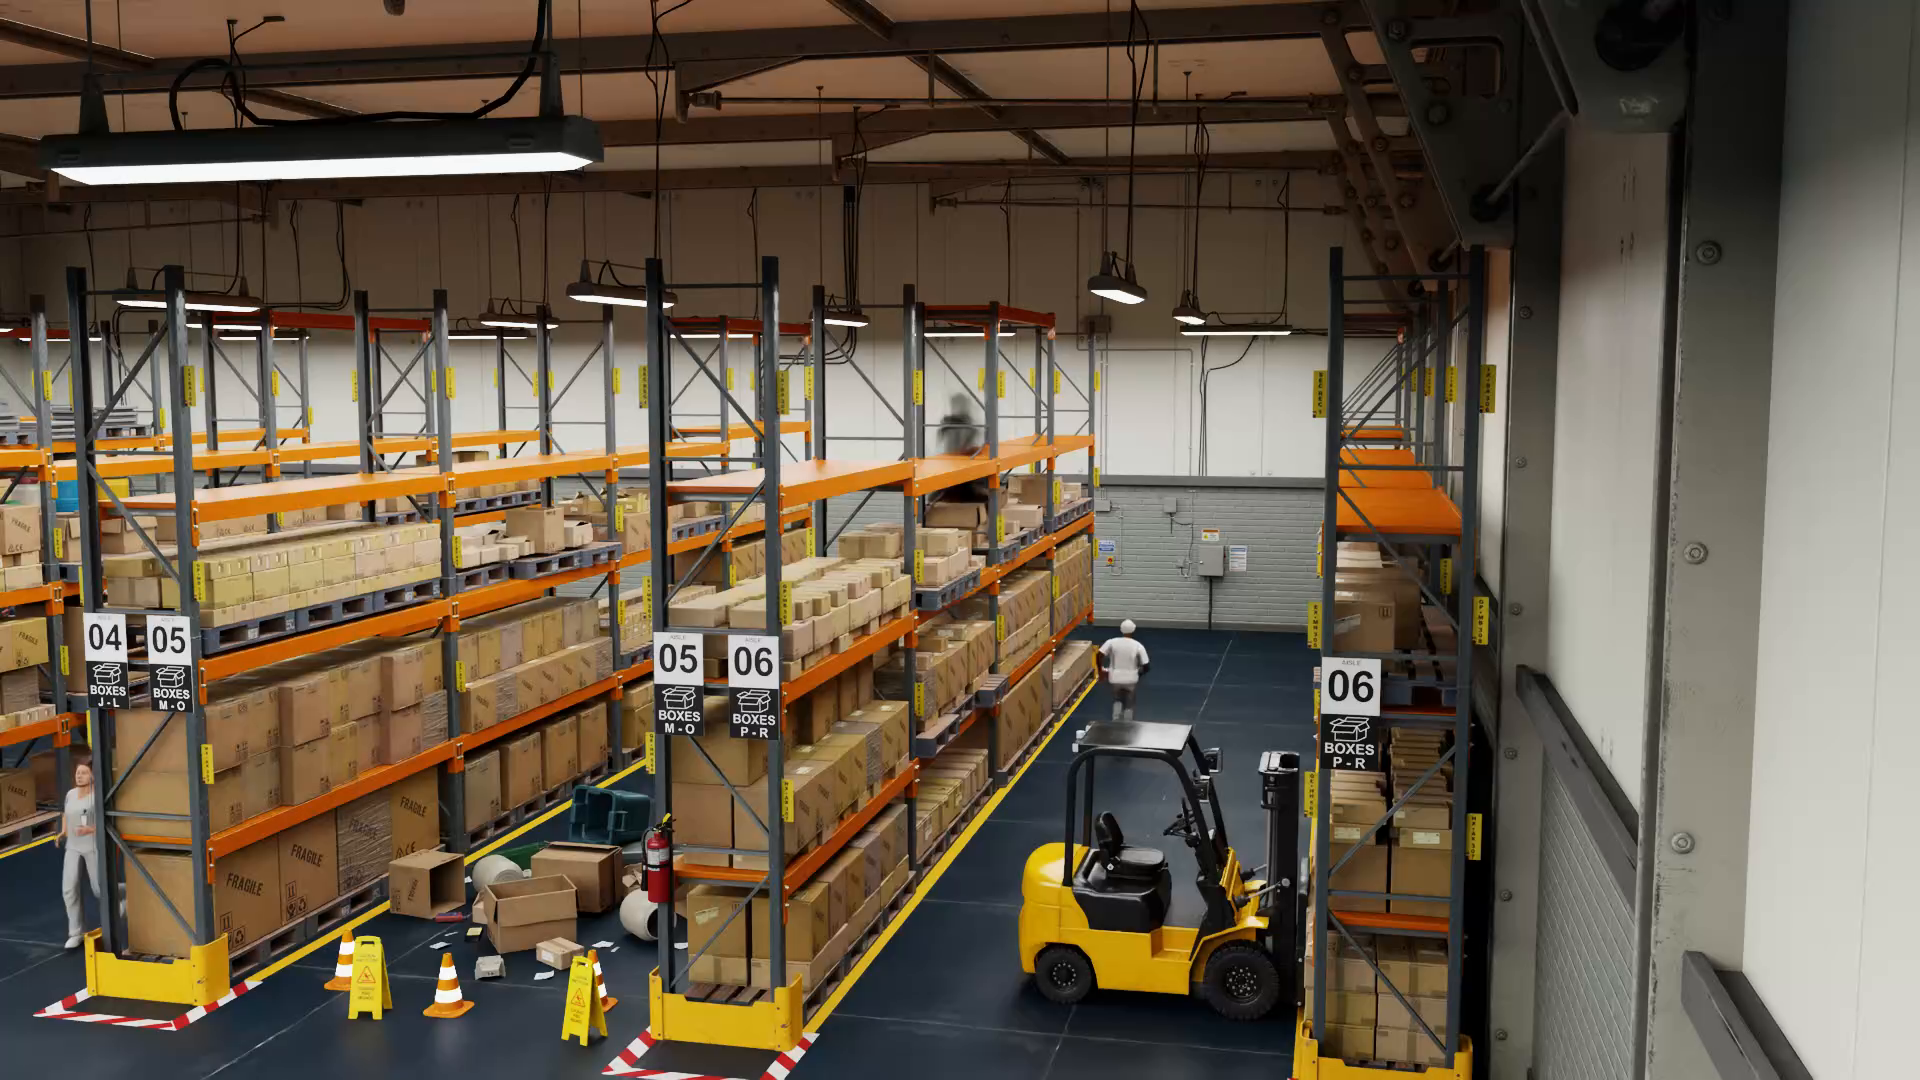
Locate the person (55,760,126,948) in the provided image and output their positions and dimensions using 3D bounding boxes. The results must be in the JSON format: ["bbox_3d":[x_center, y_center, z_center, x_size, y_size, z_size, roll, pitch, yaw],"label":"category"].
[{"bbox_3d":[-7.951,2.940,15.191,0.577,1.385,0.859,0,6,2],"label":"person"}]

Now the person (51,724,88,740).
[{"bbox_3d":[-11.544,2.167,21.661,0.555,1.716,0.741,1,6,6],"label":"person"}]

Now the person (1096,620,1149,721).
[{"bbox_3d":[2.286,1.965,23.241,0.727,1.721,0.646,2,6,16],"label":"person"}]
